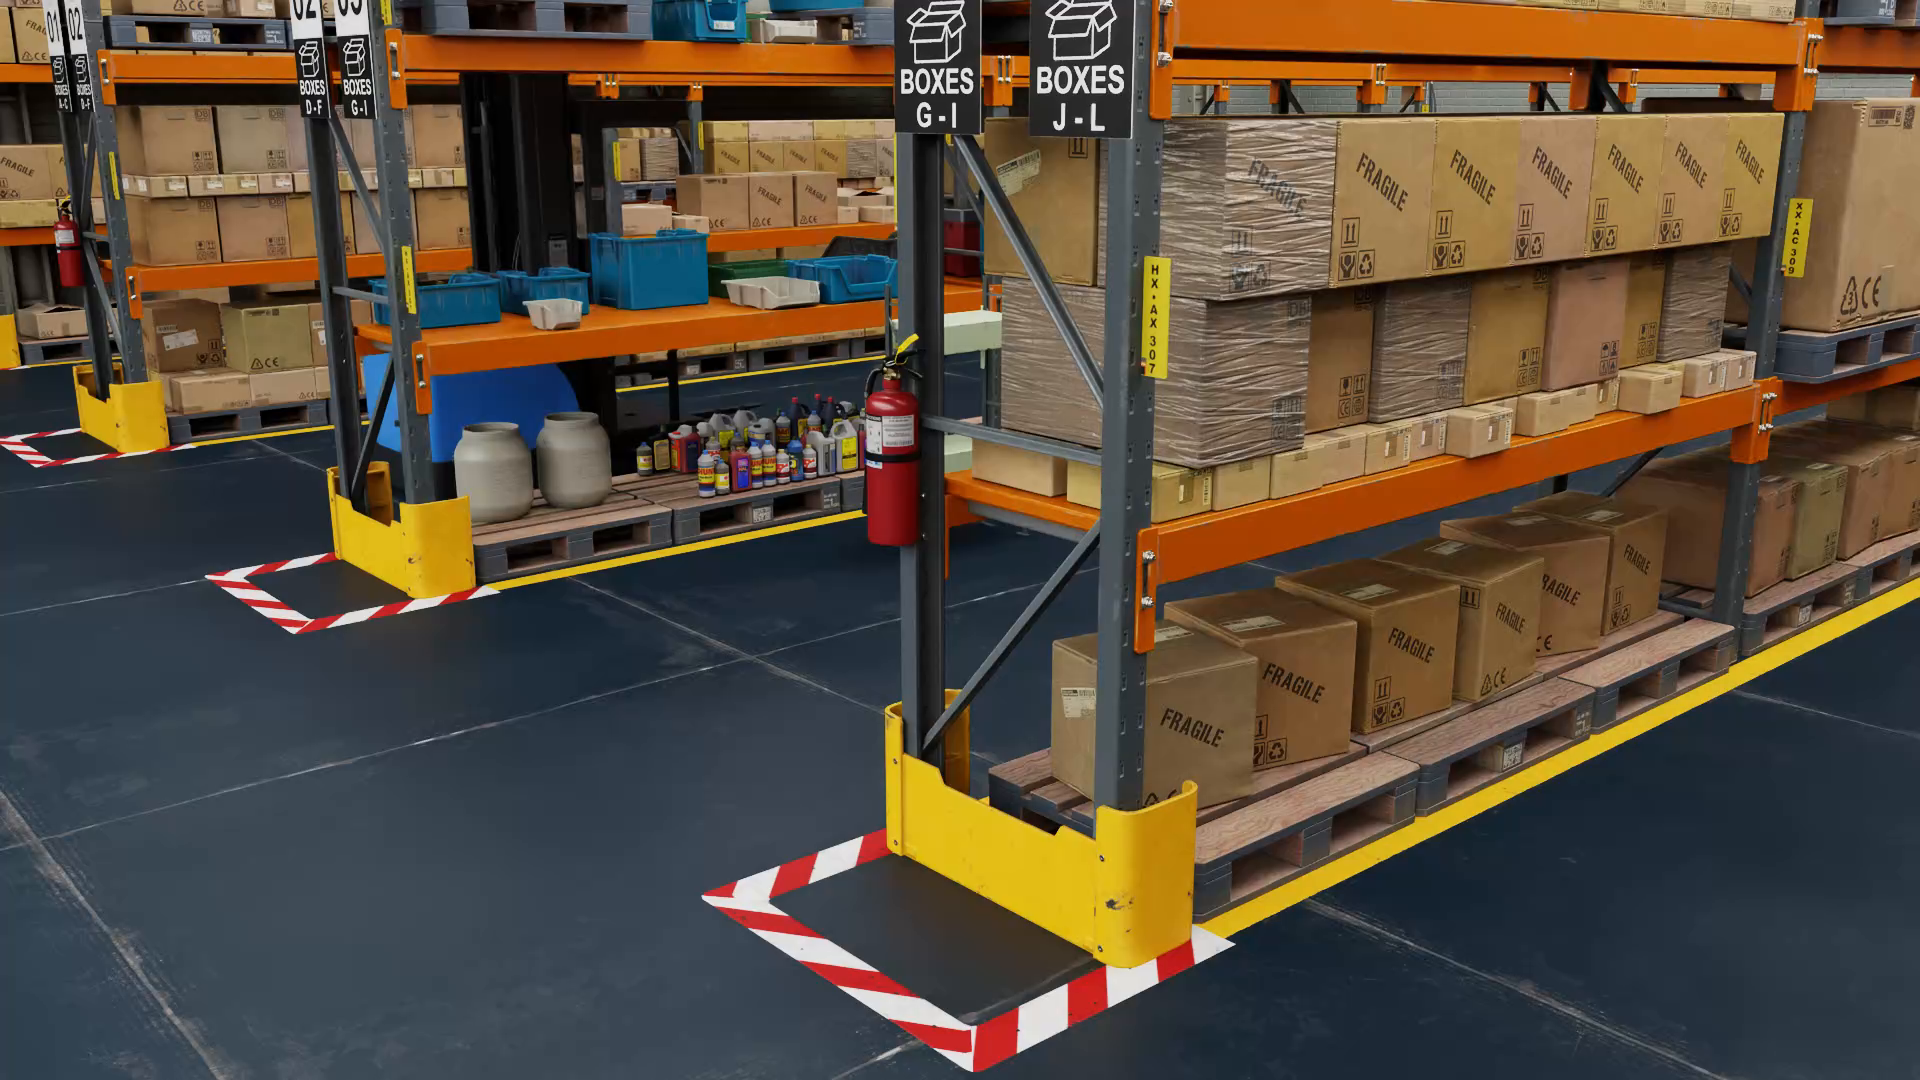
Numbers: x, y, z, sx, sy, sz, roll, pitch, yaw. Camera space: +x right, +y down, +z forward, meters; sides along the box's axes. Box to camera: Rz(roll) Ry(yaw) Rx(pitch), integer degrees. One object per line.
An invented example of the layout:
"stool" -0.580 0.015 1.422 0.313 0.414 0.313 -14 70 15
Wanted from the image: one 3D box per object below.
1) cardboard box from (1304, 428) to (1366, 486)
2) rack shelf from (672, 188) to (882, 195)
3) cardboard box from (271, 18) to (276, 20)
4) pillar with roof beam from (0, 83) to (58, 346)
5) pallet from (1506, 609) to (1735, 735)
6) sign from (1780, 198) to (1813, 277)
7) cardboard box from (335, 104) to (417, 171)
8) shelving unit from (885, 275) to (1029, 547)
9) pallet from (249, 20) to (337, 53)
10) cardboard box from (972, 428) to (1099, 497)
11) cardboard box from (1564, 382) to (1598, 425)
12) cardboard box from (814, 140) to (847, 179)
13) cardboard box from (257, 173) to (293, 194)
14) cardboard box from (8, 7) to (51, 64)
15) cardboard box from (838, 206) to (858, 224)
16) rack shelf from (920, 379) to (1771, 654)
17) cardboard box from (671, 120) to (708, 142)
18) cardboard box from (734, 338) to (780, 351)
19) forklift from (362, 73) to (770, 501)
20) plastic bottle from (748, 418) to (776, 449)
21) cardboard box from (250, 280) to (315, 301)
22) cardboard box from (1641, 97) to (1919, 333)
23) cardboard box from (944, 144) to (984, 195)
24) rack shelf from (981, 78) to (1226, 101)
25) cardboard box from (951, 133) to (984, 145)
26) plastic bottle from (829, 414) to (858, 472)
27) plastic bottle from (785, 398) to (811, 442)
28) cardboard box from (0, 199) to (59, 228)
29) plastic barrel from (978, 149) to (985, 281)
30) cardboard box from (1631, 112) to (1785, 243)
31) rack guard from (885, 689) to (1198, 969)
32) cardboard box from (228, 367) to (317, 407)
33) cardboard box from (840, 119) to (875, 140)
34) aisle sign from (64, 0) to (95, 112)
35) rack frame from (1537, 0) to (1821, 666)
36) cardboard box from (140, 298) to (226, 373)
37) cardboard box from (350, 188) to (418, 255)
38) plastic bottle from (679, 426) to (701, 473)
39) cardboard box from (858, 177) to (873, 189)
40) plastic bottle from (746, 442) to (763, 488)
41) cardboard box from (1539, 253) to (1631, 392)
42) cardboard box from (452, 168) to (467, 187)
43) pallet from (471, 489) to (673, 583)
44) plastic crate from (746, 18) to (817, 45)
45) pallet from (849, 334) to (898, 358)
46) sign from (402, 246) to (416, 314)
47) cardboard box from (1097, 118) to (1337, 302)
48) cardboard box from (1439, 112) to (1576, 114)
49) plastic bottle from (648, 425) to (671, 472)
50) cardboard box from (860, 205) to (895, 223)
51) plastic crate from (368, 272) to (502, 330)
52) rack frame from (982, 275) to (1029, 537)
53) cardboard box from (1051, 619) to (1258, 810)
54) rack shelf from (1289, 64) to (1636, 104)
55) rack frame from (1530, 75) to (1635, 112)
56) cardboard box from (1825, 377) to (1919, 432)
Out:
"cardboard box" 1.120 -0.298 5.541 0.250 0.149 0.380 -13 19 -39
"rack shelf" -2.037 -4.533 22.301 4.000 0.370 1.077 -13 19 -39
"cardboard box" -5.211 -4.240 13.085 0.500 0.311 0.500 -10 18 -33
"pillar with roof beam" -6.794 -5.534 13.029 0.400 9.000 9.100 -13 19 -39
"pallet" 2.708 0.497 7.481 1.213 0.211 1.003 -13 19 -39
"sign" 3.554 -1.285 7.070 0.005 0.325 0.100 -13 19 -39
"cardboard box" -4.775 -3.244 13.374 0.500 0.500 0.700 -13 19 -39
"shelving unit" -0.005 -0.723 9.552 0.755 1.500 0.431 -13 19 -39
"pallet" -4.855 -3.951 13.090 1.213 0.211 1.003 -13 19 -39
"cardboard box" 0.254 -0.260 5.399 0.250 0.149 0.380 -13 19 -39
"cardboard box" 2.247 -0.554 6.498 0.250 0.149 0.380 -13 19 -39
"cardboard box" -1.847 -5.036 21.982 0.500 0.500 0.500 -12 19 -38
"cardboard box" -5.310 -2.738 12.738 0.250 0.149 0.380 -13 20 -40
"cardboard box" -8.735 -4.785 15.808 0.500 0.500 0.500 -11 19 -36
"cardboard box" -1.216 -3.229 16.514 0.250 0.149 0.380 -11 18 -35
"rack shelf" 1.683 -0.285 6.397 4.000 0.370 1.077 -13 19 -39
"cardboard box" -3.373 -5.233 21.266 0.500 0.250 0.500 -12 19 -38
"cardboard box" -2.066 -1.969 15.824 0.500 0.250 0.500 -13 20 -41
"forklift" -2.477 -1.937 11.322 3.031 2.935 1.130 -12 19 -39
"plastic bottle" -1.288 -0.647 10.786 0.135 0.276 0.152 -13 19 -39
"cardboard box" -7.320 -2.685 17.981 0.500 0.500 0.500 14 21 43
"cardboard box" 3.883 -1.571 7.843 1.000 1.000 1.000 -12 19 -39
"cardboard box" 0.110 -3.958 17.746 0.700 0.500 0.500 8 17 28
"rack shelf" 1.218 -5.018 18.306 4.000 0.370 1.077 -13 19 -39
"cardboard box" -0.108 -5.453 23.770 0.700 0.700 0.980 -12 19 -39
"plastic bottle" -0.745 -0.616 10.522 0.185 0.351 0.144 -13 20 -40
"plastic bottle" -1.083 -0.780 11.138 0.185 0.351 0.144 -14 20 -42
"cardboard box" -9.004 -3.144 15.961 0.500 0.250 0.500 -13 20 -41
"plastic barrel" 0.431 -2.184 11.142 0.708 0.901 0.600 -13 19 -39
"cardboard box" 3.033 -1.516 6.906 0.500 0.500 0.500 -13 19 -39
"rack guard" 0.232 0.901 5.406 0.348 0.500 1.175 -13 19 -39
"cardboard box" -5.400 -1.230 13.056 0.500 0.250 0.500 -13 19 -39
"cardboard box" -1.489 -5.483 22.202 0.500 0.250 0.500 -12 19 -38
"aisle sign" -6.174 -3.408 11.658 0.004 0.787 0.394 -13 19 -39
"rack frame" 3.192 -0.971 7.572 0.127 3.000 1.000 -13 19 -39
"cardboard box" -6.117 -1.608 13.019 0.500 0.500 0.500 -13 19 -39
"cardboard box" -4.799 -2.610 13.516 0.500 0.500 0.700 -12 19 -38
"plastic bottle" -1.701 -0.571 10.486 0.133 0.283 0.061 -13 19 -39
"cardboard box" -1.386 -4.828 22.460 0.250 0.149 0.380 -13 19 -39
"plastic bottle" -1.246 -0.457 10.081 0.097 0.271 0.097 0 15 0
"cardboard box" 2.100 -0.917 6.599 0.500 0.500 0.875 -13 19 -39
"cardboard box" -4.142 -3.002 13.726 0.250 0.149 0.380 -13 20 -40
"pallet" -2.434 -0.069 9.599 1.213 0.211 1.003 -13 19 -39
"plastic crate" -1.005 -2.906 9.517 0.396 0.136 0.243 -13 19 -39
"pallet" -0.937 -2.099 17.198 1.213 0.211 1.003 -13 19 -39
"sign" -2.719 -1.283 8.206 0.005 0.325 0.100 -13 19 -39
"cardboard box" 0.768 -1.009 5.006 0.500 0.500 0.500 -13 19 -39
"cardboard box" 2.309 -1.534 6.974 0.500 0.500 0.500 -13 19 -39
"plastic bottle" -1.903 -0.578 10.511 0.133 0.283 0.061 -12 19 -38
"cardboard box" -0.788 -3.250 16.592 0.250 0.149 0.380 -13 19 -39
"plastic crate" -2.896 -1.329 9.200 0.616 0.251 0.499 -13 19 -39
"rack frame" 0.271 -0.785 9.784 0.023 1.500 0.400 -13 19 -39
"cardboard box" 0.656 0.609 5.688 0.500 0.500 0.500 -9 17 -29
"rack shelf" 4.467 -4.053 14.693 4.000 0.370 1.077 -13 19 -39
"rack frame" 5.975 -3.290 16.256 0.127 3.000 1.000 -13 19 -39
"cardboard box" 5.330 -0.805 9.488 0.500 0.250 0.500 -10 18 -33
